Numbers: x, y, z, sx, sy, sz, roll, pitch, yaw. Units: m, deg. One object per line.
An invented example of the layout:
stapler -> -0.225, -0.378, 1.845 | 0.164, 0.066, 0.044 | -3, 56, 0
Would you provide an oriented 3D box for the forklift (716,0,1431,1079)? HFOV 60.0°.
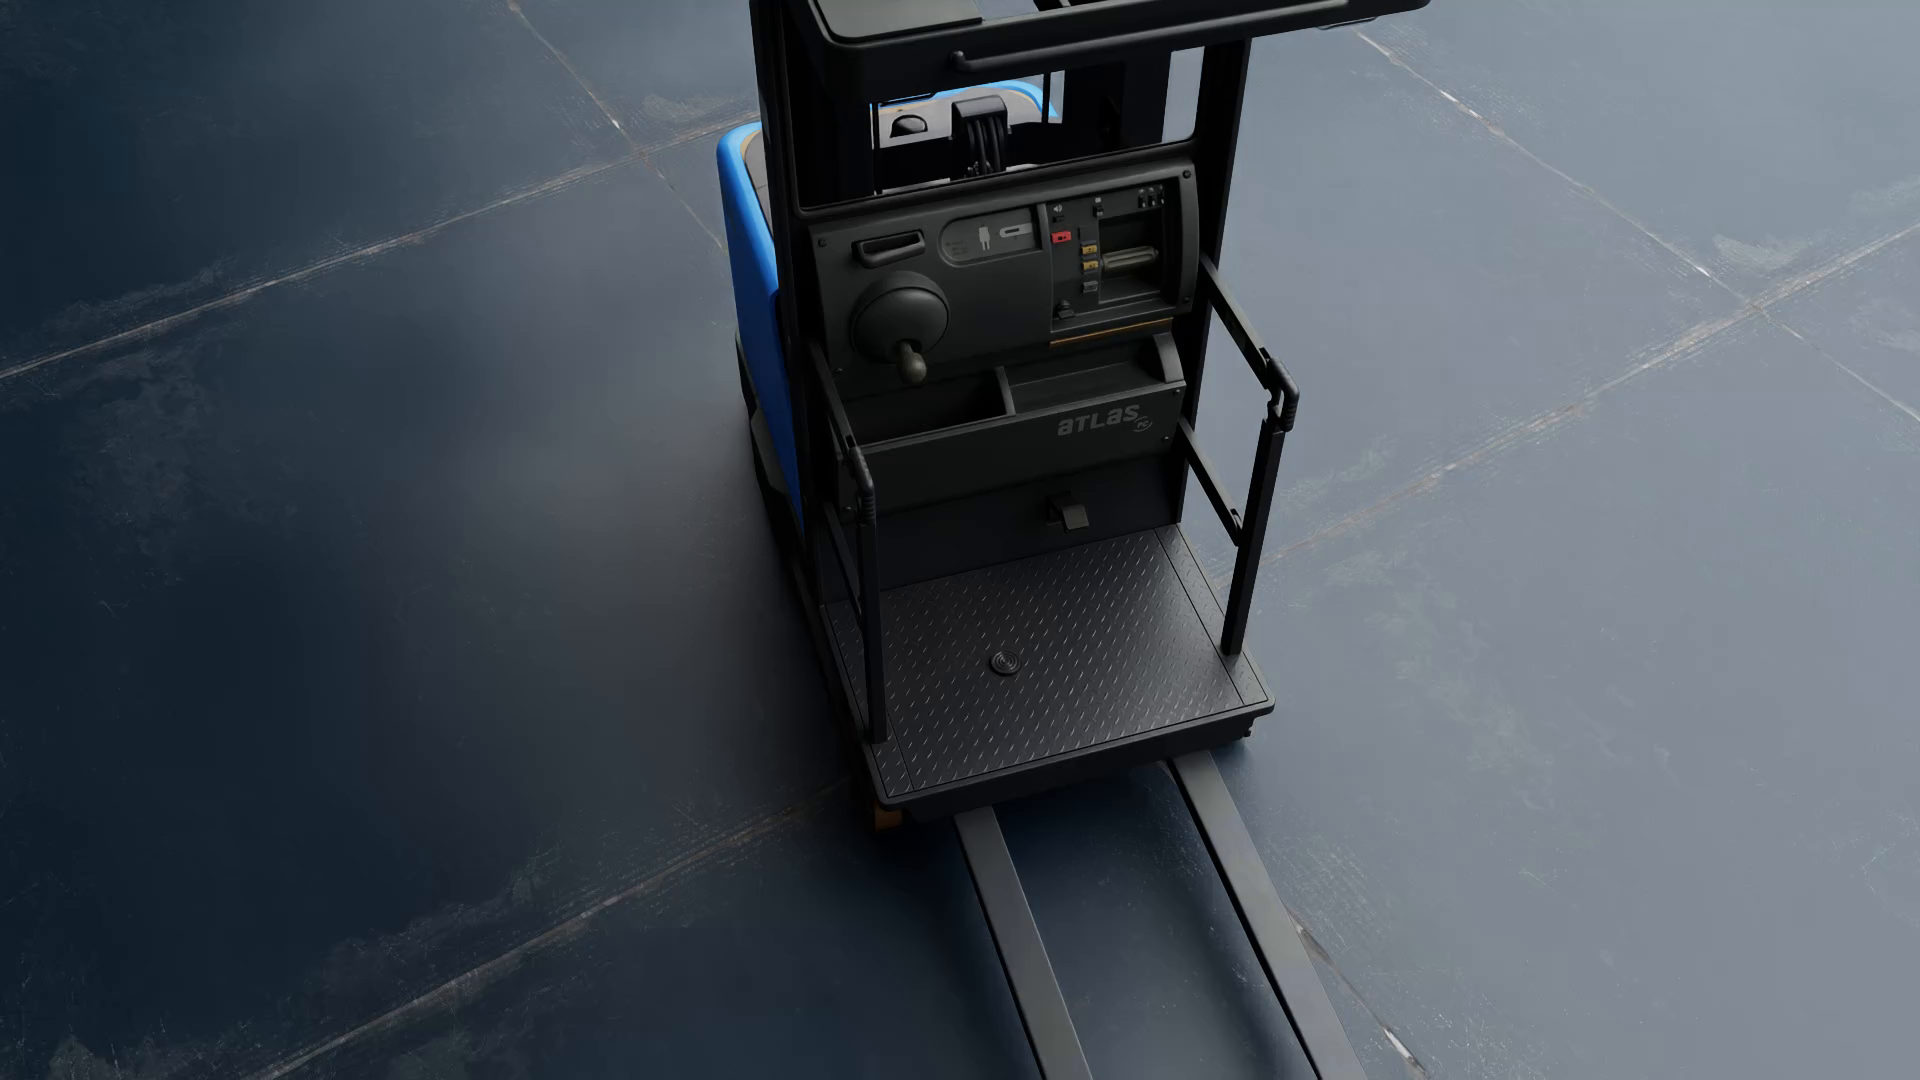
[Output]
forklift -> 0.183, -0.526, 3.756 | 1.130, 2.935, 3.031 | -13, 50, -11
